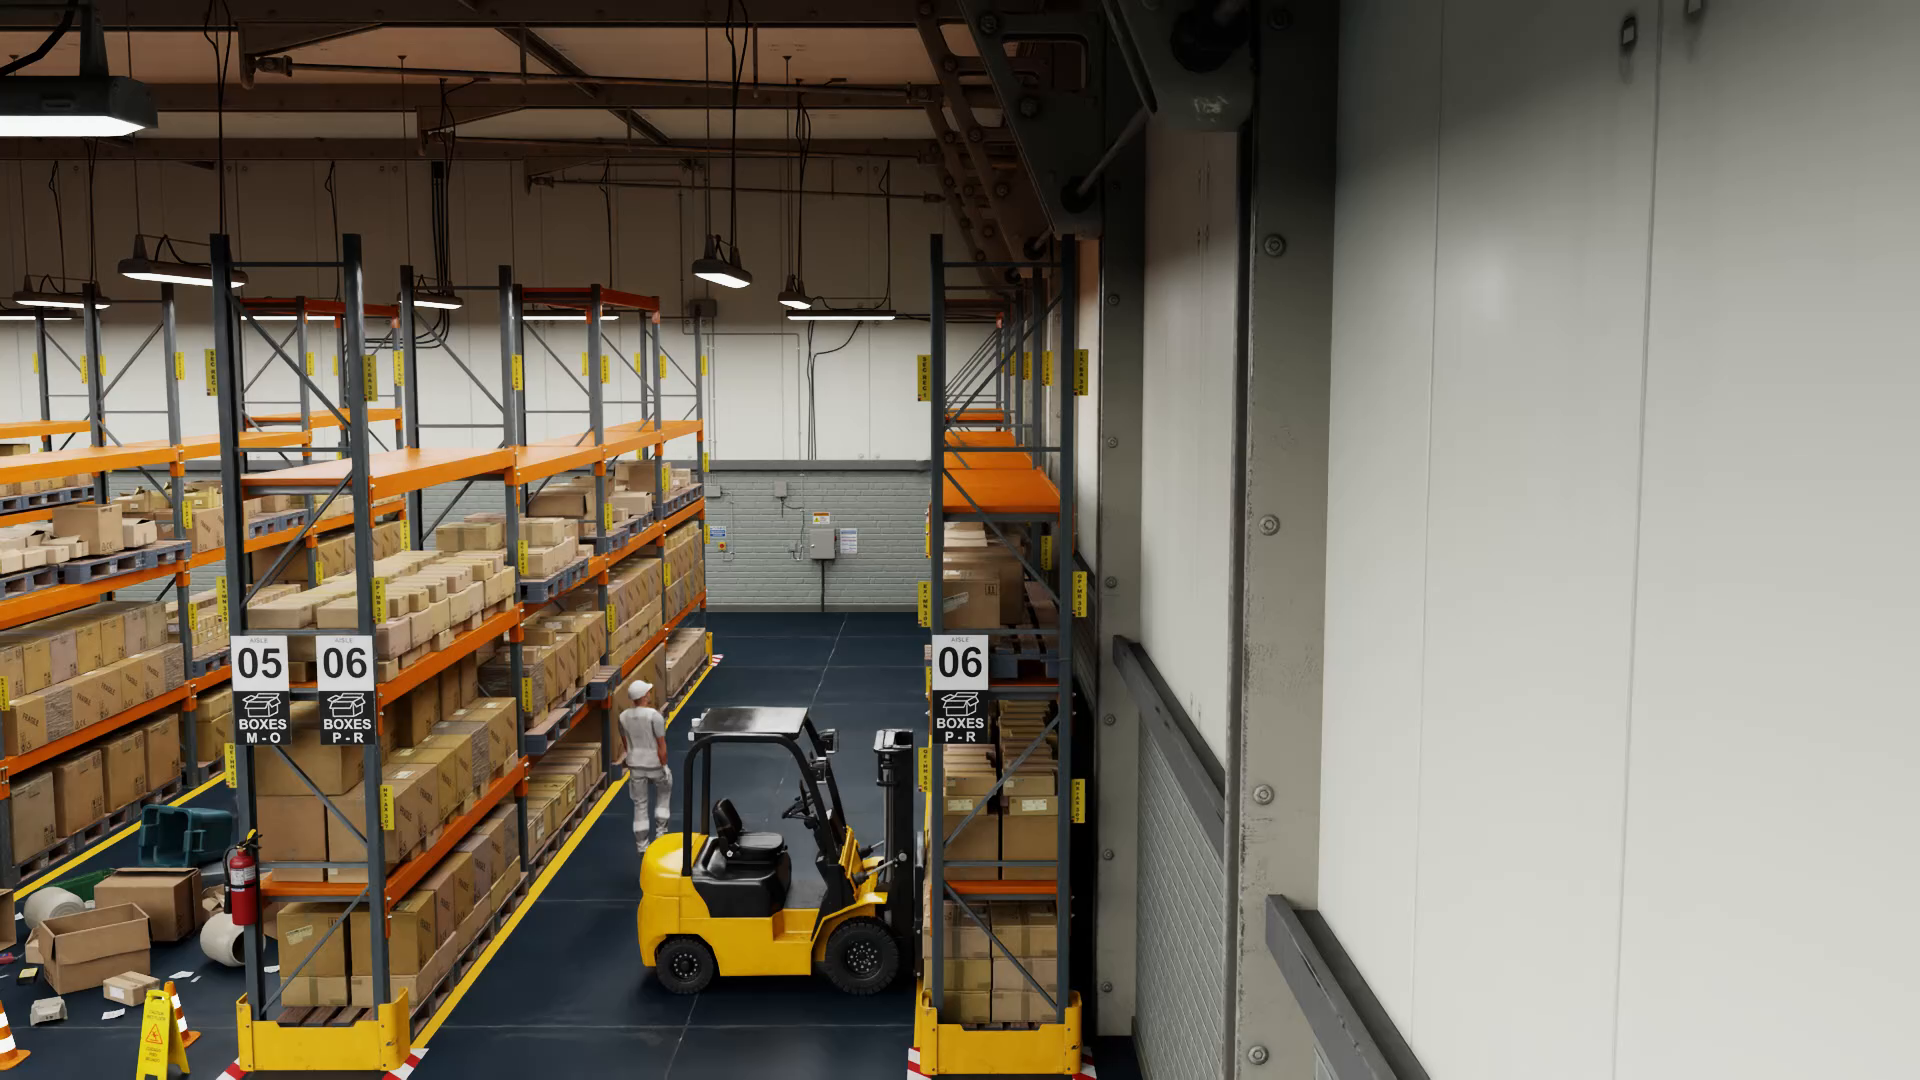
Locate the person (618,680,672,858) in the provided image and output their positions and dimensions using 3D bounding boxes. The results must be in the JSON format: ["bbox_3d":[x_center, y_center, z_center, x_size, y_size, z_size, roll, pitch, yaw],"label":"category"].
[{"bbox_3d":[-3.175,2.292,16.773,0.517,1.813,0.609,0,6,-4],"label":"person"}]
